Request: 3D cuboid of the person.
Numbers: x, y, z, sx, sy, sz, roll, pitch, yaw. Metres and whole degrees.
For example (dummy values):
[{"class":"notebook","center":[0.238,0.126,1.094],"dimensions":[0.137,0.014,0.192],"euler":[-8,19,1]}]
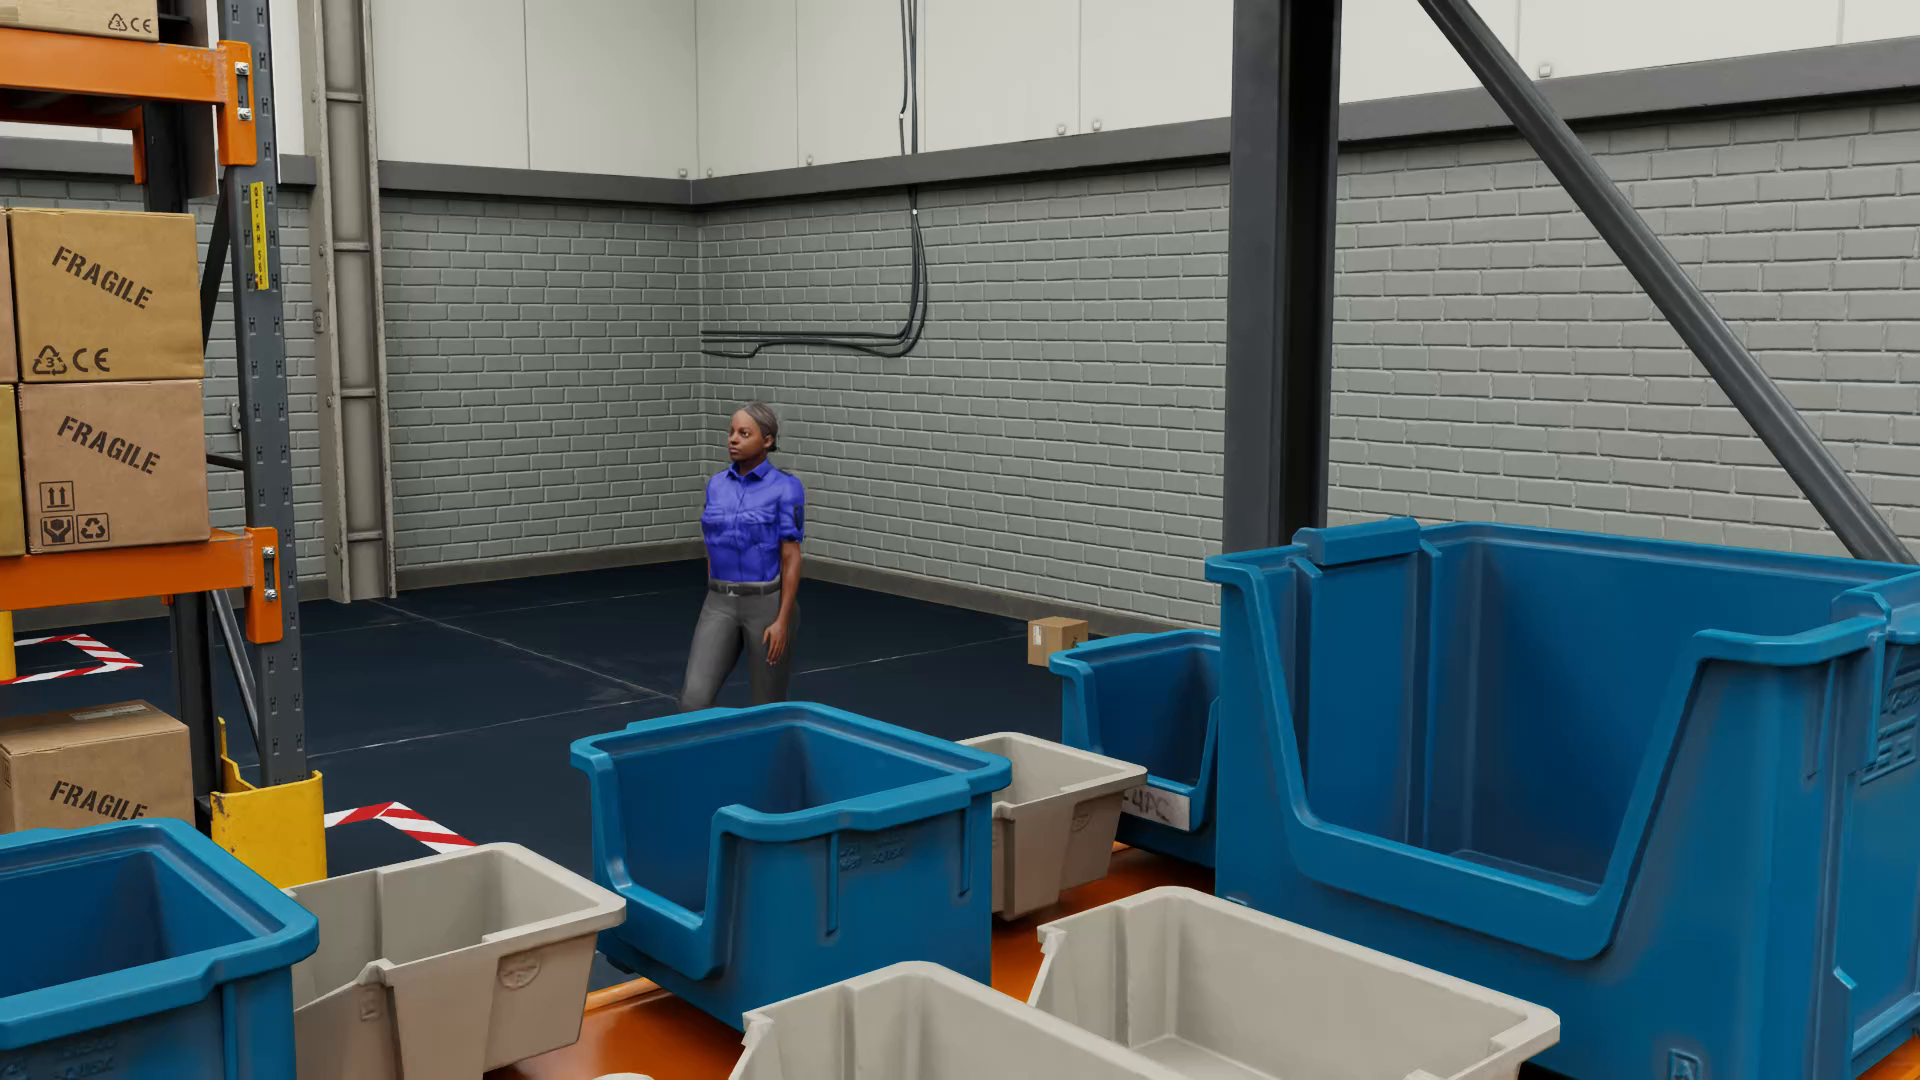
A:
[{"class":"person","center":[-0.808,0.335,6.349],"dimensions":[0.441,1.709,0.487],"euler":[2,8,18]}]
